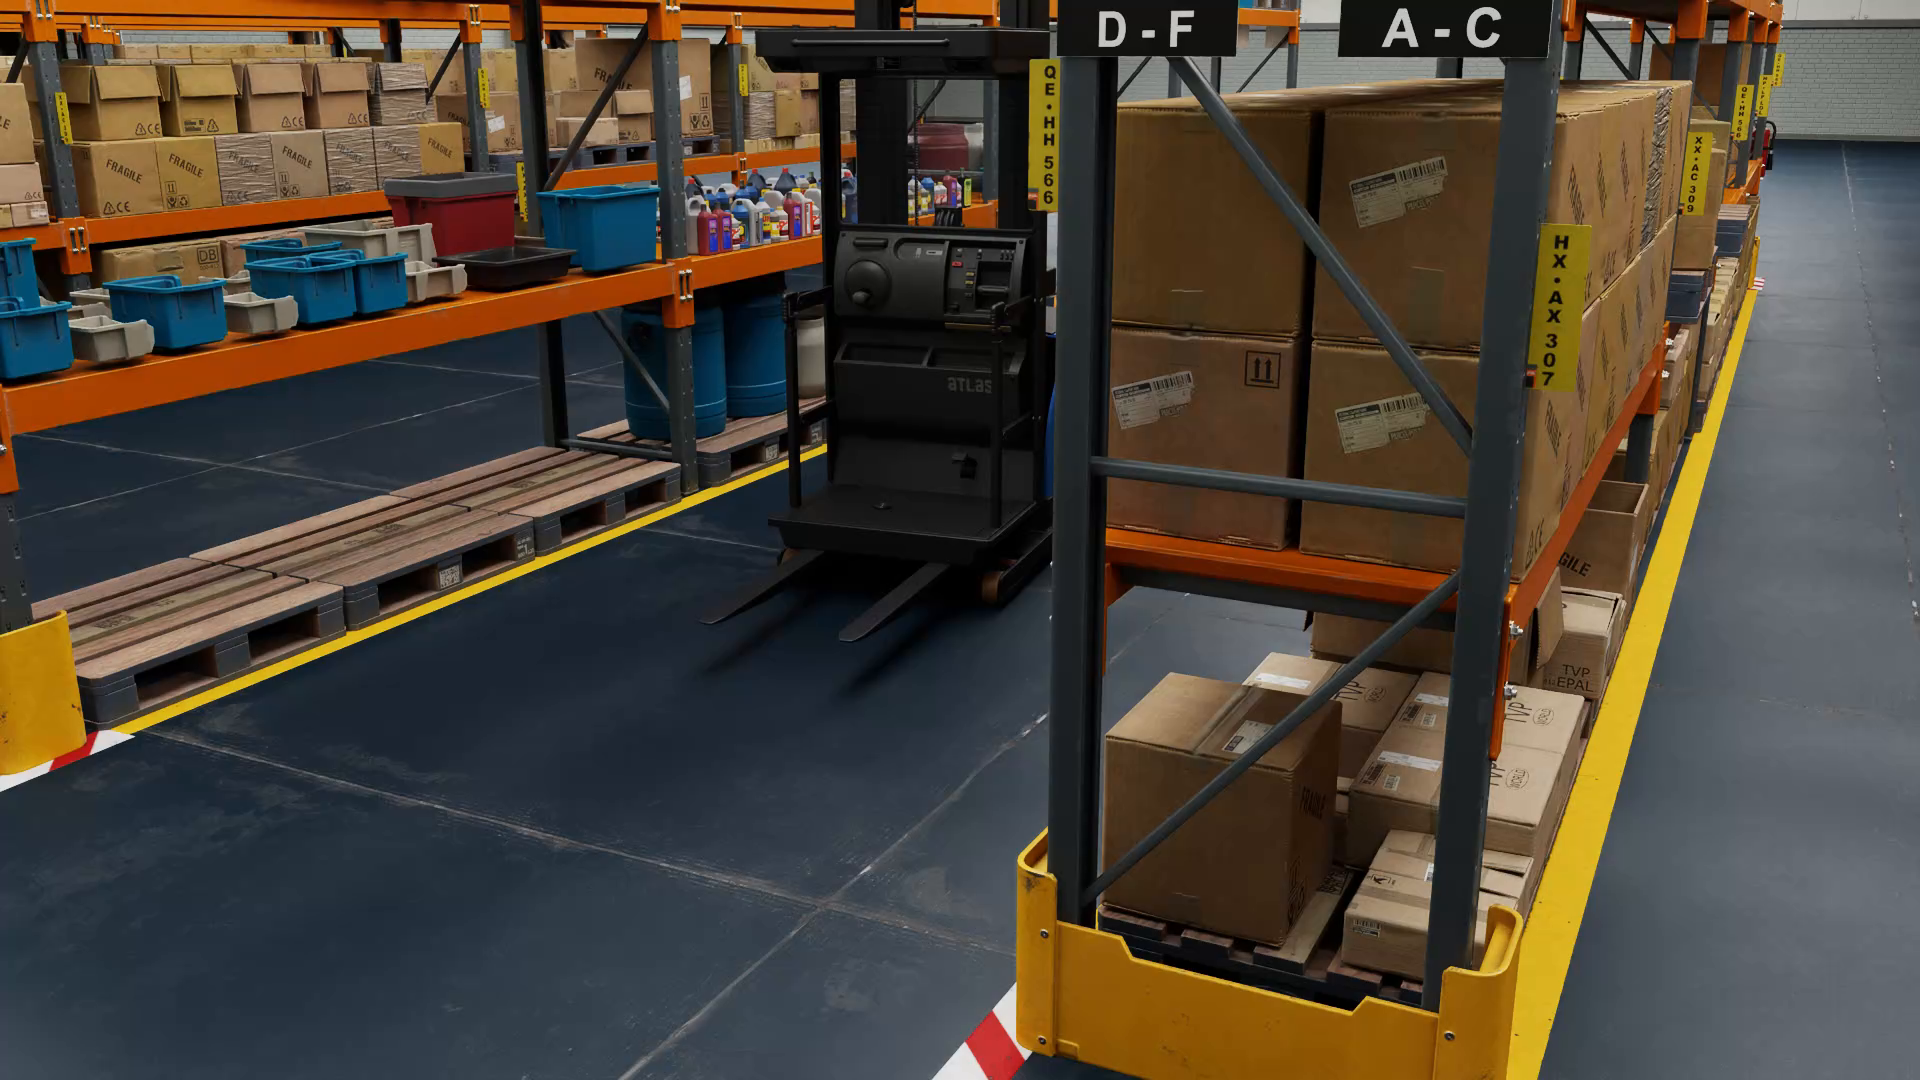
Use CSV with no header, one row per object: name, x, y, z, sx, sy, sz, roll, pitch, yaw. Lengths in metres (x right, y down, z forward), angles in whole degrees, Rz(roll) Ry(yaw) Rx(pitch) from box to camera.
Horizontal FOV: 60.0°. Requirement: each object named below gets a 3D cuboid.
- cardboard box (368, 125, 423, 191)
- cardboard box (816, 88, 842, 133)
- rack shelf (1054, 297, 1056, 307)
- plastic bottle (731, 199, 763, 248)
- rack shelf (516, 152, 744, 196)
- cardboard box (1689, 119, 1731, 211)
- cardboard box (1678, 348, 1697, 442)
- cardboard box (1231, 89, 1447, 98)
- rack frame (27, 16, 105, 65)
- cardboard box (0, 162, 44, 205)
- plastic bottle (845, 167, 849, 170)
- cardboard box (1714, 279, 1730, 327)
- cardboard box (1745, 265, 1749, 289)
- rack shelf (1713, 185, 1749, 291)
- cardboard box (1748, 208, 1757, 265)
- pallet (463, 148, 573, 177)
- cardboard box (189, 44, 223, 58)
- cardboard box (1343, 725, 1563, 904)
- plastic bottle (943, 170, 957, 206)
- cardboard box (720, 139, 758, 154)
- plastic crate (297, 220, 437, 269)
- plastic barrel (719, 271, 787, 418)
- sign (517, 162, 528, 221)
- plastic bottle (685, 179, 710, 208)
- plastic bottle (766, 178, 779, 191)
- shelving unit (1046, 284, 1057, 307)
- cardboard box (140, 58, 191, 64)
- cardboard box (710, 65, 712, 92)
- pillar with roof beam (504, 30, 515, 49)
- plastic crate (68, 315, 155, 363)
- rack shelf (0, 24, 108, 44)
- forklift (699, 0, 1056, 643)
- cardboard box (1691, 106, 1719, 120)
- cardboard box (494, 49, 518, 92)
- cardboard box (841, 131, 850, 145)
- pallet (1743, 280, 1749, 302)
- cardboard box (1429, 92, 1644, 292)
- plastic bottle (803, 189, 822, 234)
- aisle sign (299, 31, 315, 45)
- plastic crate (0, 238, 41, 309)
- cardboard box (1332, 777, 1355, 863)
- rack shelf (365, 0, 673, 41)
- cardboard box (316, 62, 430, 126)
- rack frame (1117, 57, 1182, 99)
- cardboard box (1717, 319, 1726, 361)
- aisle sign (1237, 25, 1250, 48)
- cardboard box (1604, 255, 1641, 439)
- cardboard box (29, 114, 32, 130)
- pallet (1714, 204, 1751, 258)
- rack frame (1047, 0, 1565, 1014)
cardboard box,-4.827,-3.172,13.761,0.500,0.500,0.500,8,18,25
cardboard box,-1.908,-5.109,19.760,0.875,0.500,0.500,8,18,25
rack shelf,0.442,-1.216,9.614,0.538,0.278,1.000,6,18,19
plastic bottle,-1.245,-1.862,9.743,0.152,0.276,0.135,8,18,25
rack shelf,-3.707,-3.573,16.548,1.077,0.370,4.000,8,18,25
cardboard box,4.080,-2.221,9.821,0.700,0.500,0.500,2,17,7
cardboard box,4.053,-0.891,9.874,0.500,0.500,0.500,9,19,28
cardboard box,1.091,-1.046,4.846,0.500,0.500,0.500,9,19,27
rack frame,-8.992,-4.065,16.941,1.000,3.000,0.127,8,18,25
cardboard box,-6.350,-2.314,10.788,0.500,0.250,0.500,8,18,24
plastic bottle,-0.839,-2.575,12.130,0.061,0.283,0.133,8,18,25
cardboard box,5.444,-1.790,12.390,0.500,0.311,0.500,8,18,25
cardboard box,7.200,-2.510,15.798,0.500,0.250,0.500,8,18,25
rack shelf,5.154,-2.311,12.301,1.077,0.370,4.000,8,18,25
cardboard box,7.203,-2.869,15.690,0.500,0.500,0.500,8,18,25
pallet,-4.377,-3.511,15.414,1.213,0.211,1.003,8,18,25
cardboard box,-10.791,-6.694,23.338,0.700,0.500,0.500,8,18,24
cardboard box,1.406,0.769,4.725,0.500,0.250,0.500,8,18,25
plastic bottle,-0.071,-2.506,11.897,0.061,0.283,0.133,8,18,25
cardboard box,-2.448,-4.323,18.252,0.380,0.149,0.250,8,18,25
plastic crate,-2.804,-1.365,7.956,0.437,0.282,0.530,8,18,25
plastic barrel,-1.382,-1.271,10.484,0.600,0.901,0.708,8,18,25
sign,-2.448,-1.962,9.376,0.100,0.325,0.005,8,18,25
plastic bottle,-1.627,-2.040,10.210,0.144,0.351,0.185,8,18,25
plastic bottle,-1.271,-2.296,11.204,0.152,0.276,0.135,8,18,25
shelving unit,0.442,-0.935,9.698,0.538,1.125,1.048,6,18,19
cardboard box,-8.558,-4.834,17.600,0.700,0.500,0.500,8,18,25
cardboard box,-2.858,-5.246,18.465,0.500,0.500,0.500,8,18,25
pillar with roof beam,-6.237,-12.659,35.340,9.100,9.000,0.400,8,18,25
plastic crate,-3.122,-0.735,6.087,0.250,0.136,0.298,8,18,25
rack shelf,-12.572,-6.271,20.365,1.077,0.370,4.000,8,18,25
forklift,-0.214,-1.237,7.540,1.130,2.935,3.031,6,18,19
cardboard box,6.341,-3.568,13.955,0.380,0.149,0.250,8,18,25
cardboard box,-6.274,-6.174,21.882,0.875,0.550,0.500,8,18,25
cardboard box,-1.544,-4.831,19.962,0.380,0.149,0.250,8,18,25
pallet,7.531,-2.648,17.067,1.003,0.211,1.213,8,18,25
cardboard box,1.575,-0.977,4.612,0.500,0.500,0.500,8,18,26
plastic bottle,-0.892,-2.064,10.422,0.152,0.276,0.135,8,18,25
aisle sign,-10.141,-8.008,25.651,0.394,0.787,0.004,8,18,25
plastic crate,-3.761,-0.895,6.101,0.616,0.435,0.499,8,18,25
cardboard box,0.970,0.777,4.844,0.380,0.166,0.250,8,18,25
rack shelf,-2.850,-2.343,7.138,1.077,0.370,4.000,8,18,25
cardboard box,-4.941,-3.753,13.953,0.797,0.503,0.637,9,19,27
rack frame,1.618,-3.797,16.039,1.000,3.000,0.127,8,18,25
cardboard box,5.437,-1.518,12.458,0.500,0.250,0.500,9,19,26
aisle sign,3.176,-6.117,19.286,0.394,0.787,0.004,8,18,25
cardboard box,1.797,-0.623,5.178,0.500,0.500,0.500,8,18,26
cardboard box,-9.039,-3.969,15.800,0.380,0.149,0.250,9,19,27
pallet,4.020,-1.873,9.899,1.213,0.211,1.003,8,18,25
rack frame,0.686,-0.109,3.623,1.000,3.000,0.127,8,18,25
